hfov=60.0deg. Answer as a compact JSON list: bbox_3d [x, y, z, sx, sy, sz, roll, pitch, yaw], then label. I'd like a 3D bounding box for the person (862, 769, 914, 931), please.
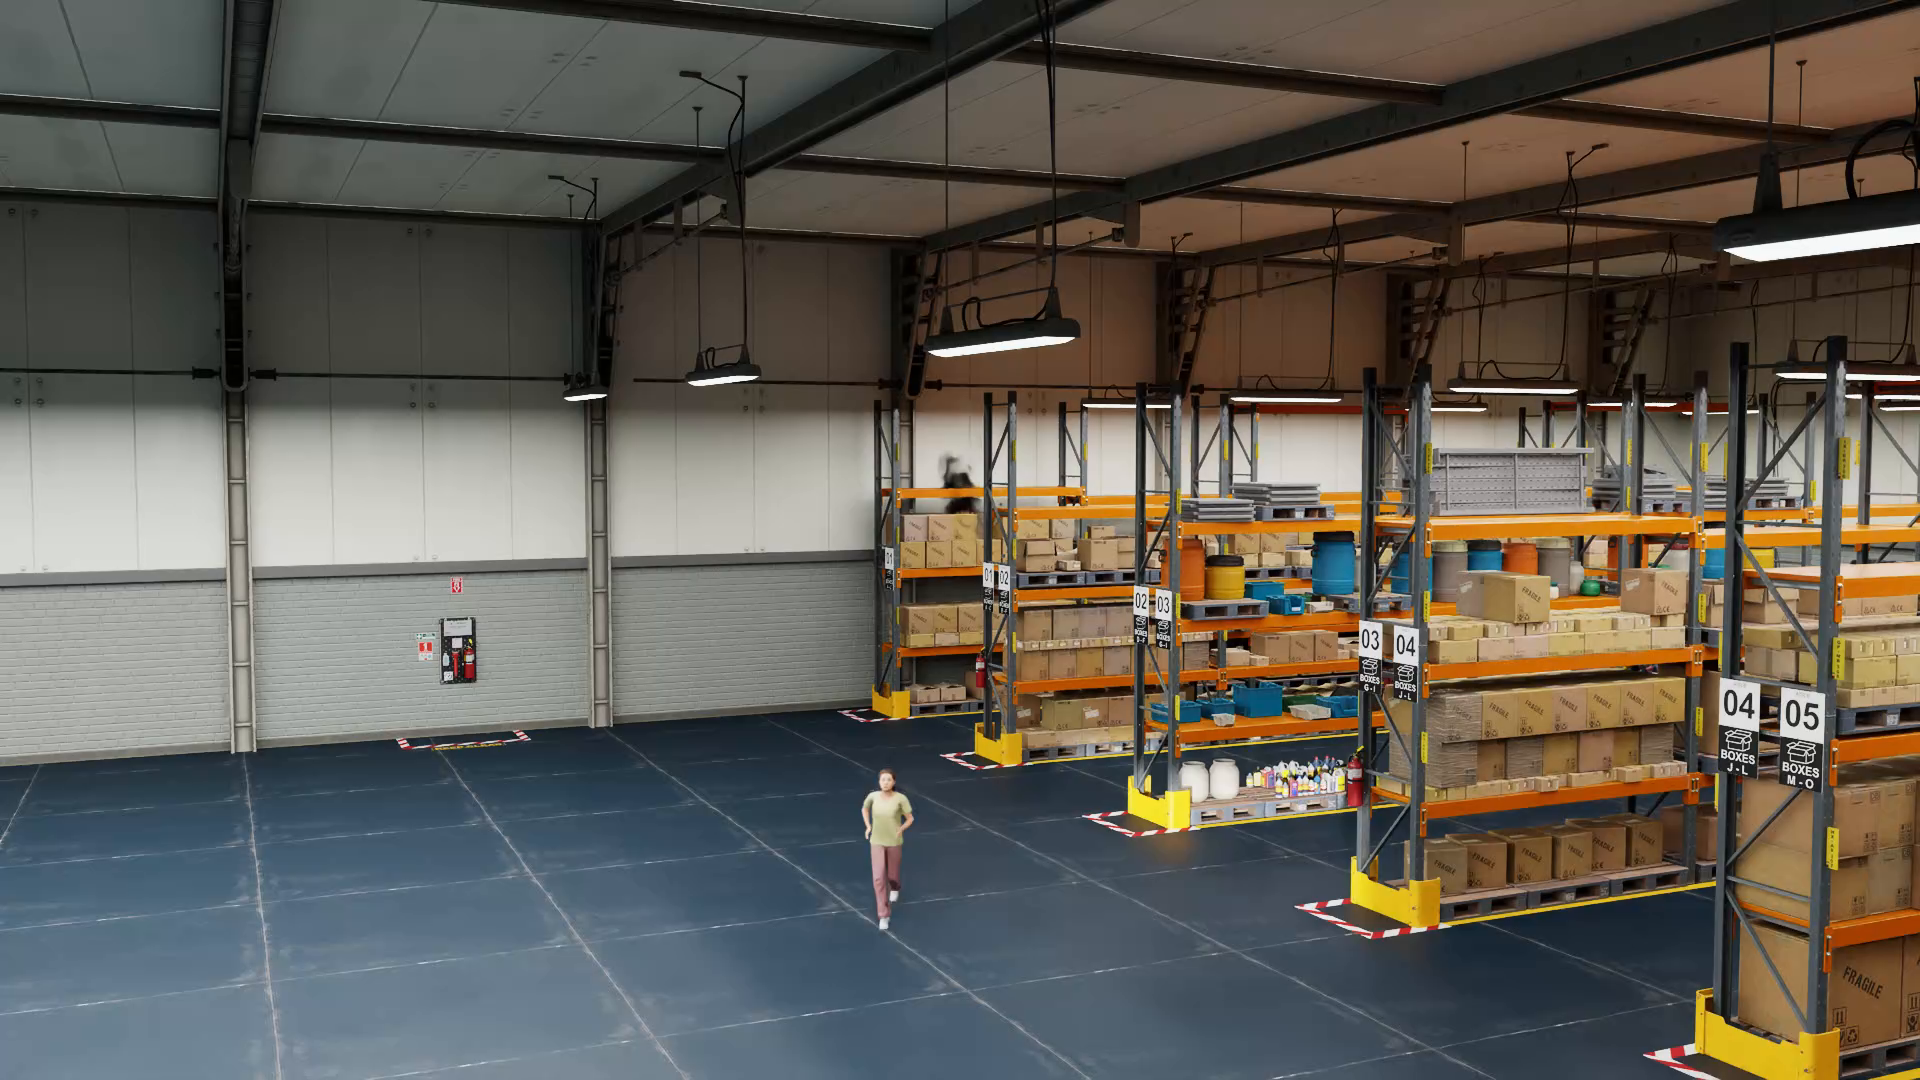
[{"bbox_3d":[-0.790,3.296,18.004,0.579,1.669,0.879,0,3,4],"label":"person"}]
